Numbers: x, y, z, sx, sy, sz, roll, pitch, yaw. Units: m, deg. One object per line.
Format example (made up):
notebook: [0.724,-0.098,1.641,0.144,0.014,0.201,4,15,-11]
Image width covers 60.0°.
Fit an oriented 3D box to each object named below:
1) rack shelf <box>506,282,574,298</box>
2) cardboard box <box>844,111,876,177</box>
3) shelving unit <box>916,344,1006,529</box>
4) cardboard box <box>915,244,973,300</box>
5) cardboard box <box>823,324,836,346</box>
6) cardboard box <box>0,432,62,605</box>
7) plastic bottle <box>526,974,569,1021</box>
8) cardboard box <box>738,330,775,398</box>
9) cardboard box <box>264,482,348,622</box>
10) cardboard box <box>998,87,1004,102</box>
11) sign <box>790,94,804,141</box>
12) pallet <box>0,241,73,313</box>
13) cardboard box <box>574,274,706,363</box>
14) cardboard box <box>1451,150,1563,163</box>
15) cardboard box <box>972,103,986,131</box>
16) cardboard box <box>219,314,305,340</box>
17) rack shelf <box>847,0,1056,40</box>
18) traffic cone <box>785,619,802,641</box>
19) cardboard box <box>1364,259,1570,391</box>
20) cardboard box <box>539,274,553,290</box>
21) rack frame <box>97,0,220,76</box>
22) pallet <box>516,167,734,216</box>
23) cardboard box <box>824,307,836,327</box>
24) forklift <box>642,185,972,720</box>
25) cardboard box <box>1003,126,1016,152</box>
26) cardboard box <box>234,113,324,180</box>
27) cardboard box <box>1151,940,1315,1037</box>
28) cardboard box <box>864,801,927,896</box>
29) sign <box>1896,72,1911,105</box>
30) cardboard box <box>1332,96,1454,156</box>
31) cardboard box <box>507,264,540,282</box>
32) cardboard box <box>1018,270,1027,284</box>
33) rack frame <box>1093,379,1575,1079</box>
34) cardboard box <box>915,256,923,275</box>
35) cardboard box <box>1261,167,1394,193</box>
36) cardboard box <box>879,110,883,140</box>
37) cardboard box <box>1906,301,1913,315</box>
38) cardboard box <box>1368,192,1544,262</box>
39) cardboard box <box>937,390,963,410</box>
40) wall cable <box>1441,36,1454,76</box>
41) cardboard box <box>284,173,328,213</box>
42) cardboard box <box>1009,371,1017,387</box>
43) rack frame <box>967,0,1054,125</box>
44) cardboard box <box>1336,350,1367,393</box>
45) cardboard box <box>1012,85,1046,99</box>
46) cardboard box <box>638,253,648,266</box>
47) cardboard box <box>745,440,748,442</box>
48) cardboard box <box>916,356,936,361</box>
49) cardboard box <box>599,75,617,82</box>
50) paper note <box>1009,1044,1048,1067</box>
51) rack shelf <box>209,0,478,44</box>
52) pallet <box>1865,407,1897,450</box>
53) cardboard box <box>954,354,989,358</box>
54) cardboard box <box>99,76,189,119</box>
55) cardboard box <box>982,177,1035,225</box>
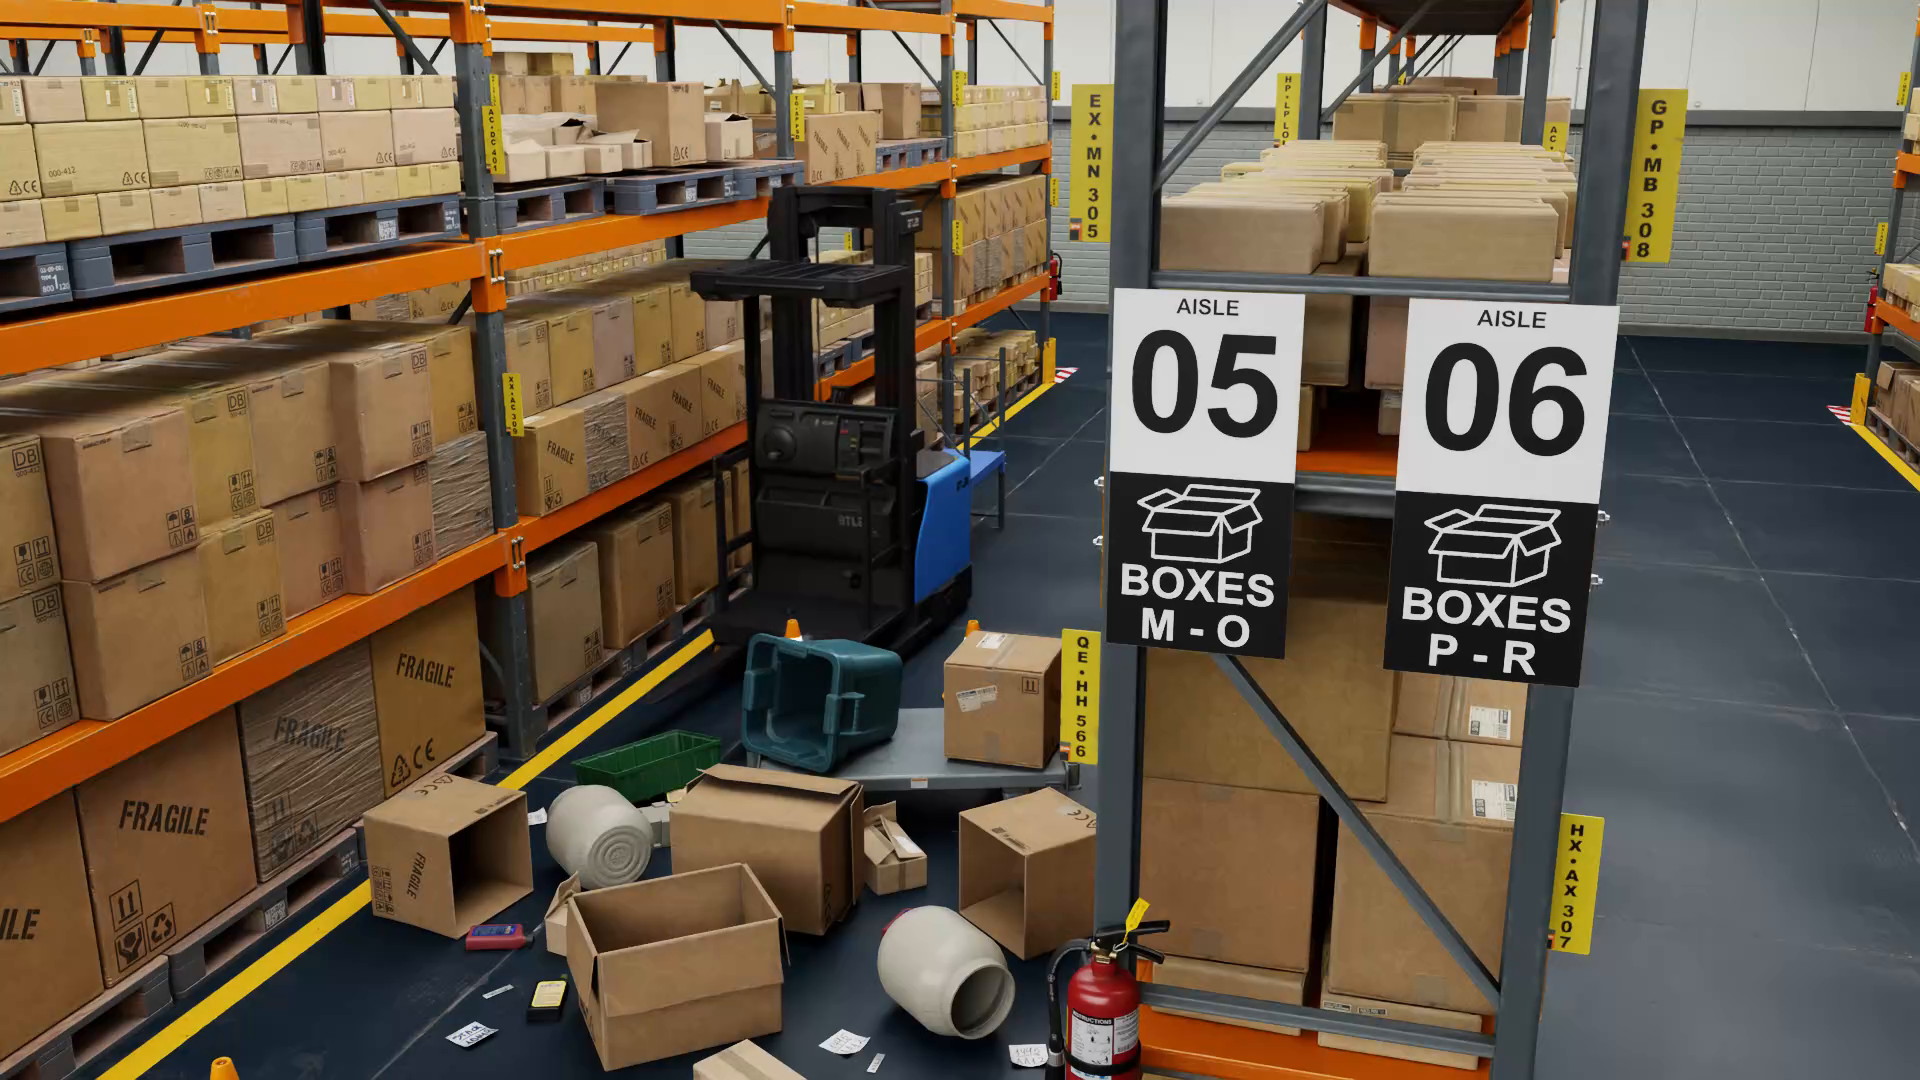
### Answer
rack shelf: [-4.714,-2.963,19.598,1.077,0.370,4.000,5,16,16]
cardboard box: [-1.002,-3.211,13.473,0.500,0.500,0.500,5,16,16]
shelving unit: [-0.024,-0.699,13.046,0.538,1.500,1.048,5,16,16]
cardboard box: [-0.173,-2.676,16.540,0.500,0.500,0.500,4,16,15]
cardboard box: [-1.219,-1.652,13.347,0.380,0.149,0.250,5,17,19]
cardboard box: [-3.755,-0.072,5.834,0.875,0.550,0.550,5,16,16]
plastic bottle: [-1.659,1.843,6.721,0.133,0.061,0.283,-1,16,-3]
cardboard box: [-1.562,-1.238,12.014,0.500,0.500,0.500,5,16,16]
cardboard box: [-3.323,0.021,7.484,0.875,0.550,0.550,5,16,16]
cardboard box: [0.241,-4.645,17.341,0.380,0.149,0.250,4,16,14]
sign: [-1.162,-3.013,11.867,0.100,0.325,0.005,5,16,16]
pallet: [-3.765,-0.831,5.427,1.003,0.211,1.213,5,16,16]
cardboard box: [-2.115,-1.474,11.014,0.700,0.500,0.500,4,16,15]
cardboard box: [1.957,-1.318,5.979,0.380,0.149,0.250,5,17,18]
cardboard box: [-0.042,-4.224,16.586,0.500,0.250,0.500,5,16,16]
cardboard box: [-6.020,-1.894,14.326,0.500,0.500,0.500,5,17,18]
rack shelf: [0.013,-5.437,17.331,1.077,0.370,4.000,5,16,16]
traffic cone: [-1.000,0.705,9.997,0.336,0.463,0.334,5,16,16]
cardboard box: [1.208,-0.503,3.839,0.500,0.250,0.500,4,16,15]
cardboard box: [-4.730,-2.855,18.357,0.380,0.149,0.250,5,17,18]
rack frame: [-6.419,-4.626,13.147,1.000,3.000,0.127,5,16,16]
pallet: [-2.139,-2.215,10.492,1.003,0.211,1.213,5,17,18]
cardboard box: [-1.214,-1.805,13.342,0.380,0.149,0.250,4,16,14]
forklift: [-0.923,-0.636,10.199,1.130,2.935,3.031,6,17,20]
cardboard box: [0.282,-4.250,17.593,0.500,0.250,0.500,5,17,18]
cardboard box: [-3.010,-1.635,6.875,0.500,0.250,0.500,4,16,15]
cardboard box: [0.711,1.128,4.315,0.380,0.149,0.250,5,17,18]
cardboard box: [-0.343,1.437,7.775,0.258,0.266,0.396,-7,17,-23]
sign: [9.596,-4.586,16.901,0.100,0.325,0.005,5,16,16]
cardboard box: [1.989,-1.900,7.622,0.500,0.250,0.500,5,17,17]
cardboard box: [-4.897,-2.960,17.997,0.500,0.250,0.500,4,16,15]
cardboard box: [0.546,-2.996,18.856,0.380,0.149,0.250,5,17,17]
rack frame: [0.809,1.122,3.877,1.000,3.000,0.127,5,16,16]
cardboard box: [-0.558,-2.552,15.430,0.380,0.149,0.250,4,16,14]
cardboard box: [1.085,-1.020,4.932,0.380,0.149,0.250,4,16,14]
cardboard box: [-1.007,-3.763,14.997,0.500,0.311,0.500,4,16,15]
cardboard box: [9.560,-2.292,16.372,0.380,0.149,0.250,5,17,18]
cardboard box: [1.162,-0.728,3.902,0.380,0.149,0.250,5,16,16]
cardboard box: [-0.145,-1.419,16.744,0.380,0.149,0.250,5,17,18]
wall cable: [6.703,-7.460,23.141,0.463,3.000,0.029,5,16,16]
cardboard box: [-2.914,-1.469,7.021,0.380,0.149,0.250,5,17,17]
cardboard box: [0.428,-1.823,18.716,0.380,0.149,0.250,4,16,13]
rack frame: [0.582,-6.308,19.077,1.000,3.000,0.127,5,16,16]
cardboard box: [0.926,-0.511,4.598,0.380,0.149,0.250,5,17,16]
cardboard box: [0.769,-5.115,18.997,0.380,0.149,0.250,4,16,15]
cardboard box: [-4.076,-3.459,20.488,0.380,0.149,0.250,5,16,16]
cardboard box: [-1.749,-0.888,13.400,0.500,0.250,0.500,4,16,15]
cardboard box: [-0.468,-1.881,17.827,0.380,0.149,0.250,4,16,13]
cardboard box: [-4.517,-5.296,19.871,0.700,0.500,0.500,4,16,14]
paper note: [0.264,1.962,6.355,0.142,0.019,0.148,-1,16,-3]
rack shelf: [-3.397,-2.107,6.316,1.077,0.370,4.000,5,16,16]
pallet: [9.869,-1.110,16.857,1.003,0.211,1.213,5,16,16]
cardboard box: [0.102,-1.911,17.935,0.380,0.149,0.250,4,16,14]
cardboard box: [-3.131,-1.654,6.212,0.380,0.149,0.250,5,17,17]
cardboard box: [0.546,-3.822,18.747,0.500,0.500,0.500,4,16,14]
